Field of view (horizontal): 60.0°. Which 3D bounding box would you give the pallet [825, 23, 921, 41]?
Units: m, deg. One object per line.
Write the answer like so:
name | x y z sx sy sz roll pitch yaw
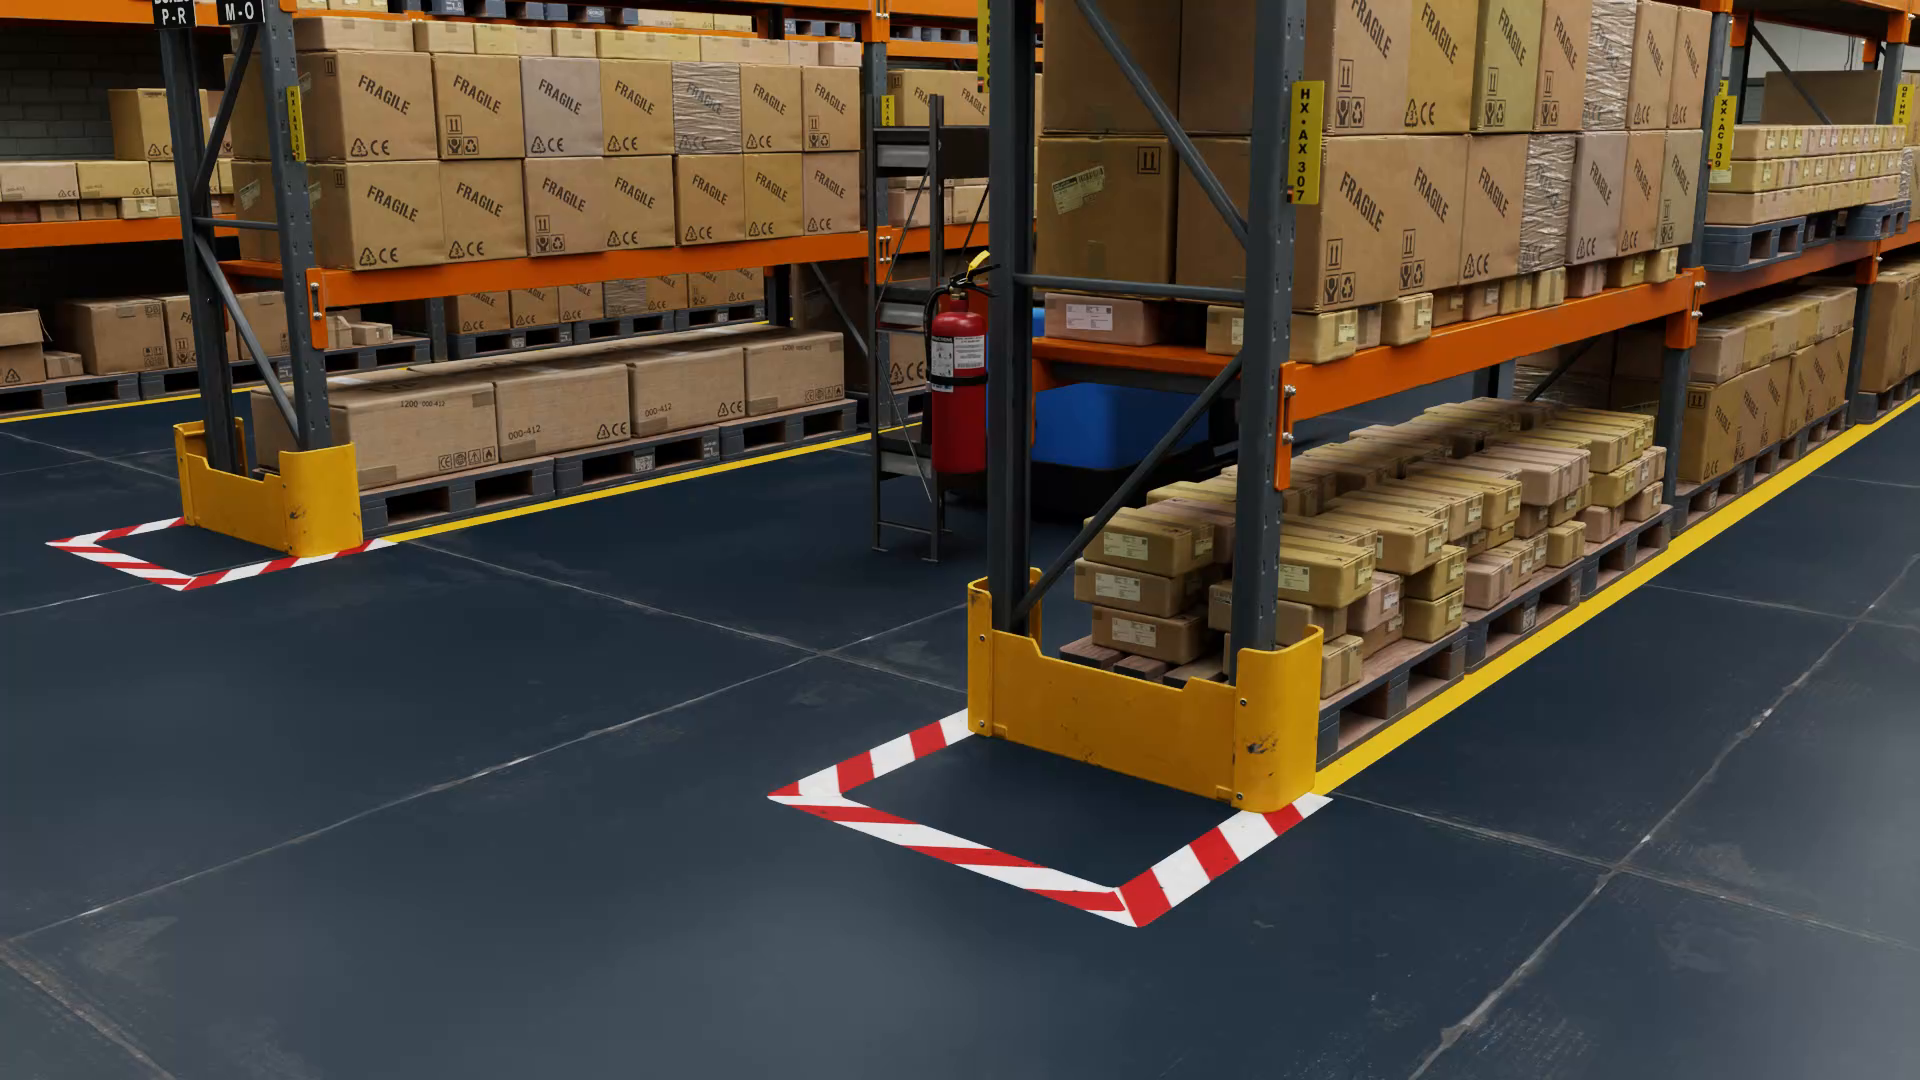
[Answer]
pallet | -1.177 -5.512 18.018 1.003 0.211 1.213 12 19 40

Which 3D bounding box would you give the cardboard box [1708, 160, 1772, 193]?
cardboard box | 3.633 -1.741 7.937 0.380 0.149 0.250 12 18 38

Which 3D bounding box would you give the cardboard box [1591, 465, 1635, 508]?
cardboard box | 2.762 -0.259 7.385 0.380 0.149 0.250 10 18 36

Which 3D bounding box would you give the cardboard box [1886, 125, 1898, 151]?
cardboard box | 5.431 -2.434 10.062 0.380 0.149 0.250 11 18 37

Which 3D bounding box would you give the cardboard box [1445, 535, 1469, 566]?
cardboard box | 1.683 0.027 6.259 0.380 0.149 0.250 10 17 35

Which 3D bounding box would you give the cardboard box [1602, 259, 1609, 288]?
cardboard box | 2.524 -1.151 7.072 0.380 0.149 0.250 11 18 36

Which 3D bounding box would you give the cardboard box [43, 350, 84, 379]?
cardboard box | -6.507 -1.258 11.921 0.380 0.149 0.250 10 18 35

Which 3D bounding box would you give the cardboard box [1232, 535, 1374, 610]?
cardboard box | 1.108 0.097 5.376 0.380 0.149 0.250 10 17 35

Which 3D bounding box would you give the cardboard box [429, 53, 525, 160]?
cardboard box | -2.557 -2.172 8.348 0.500 0.500 0.500 11 18 36

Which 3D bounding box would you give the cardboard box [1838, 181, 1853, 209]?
cardboard box | 4.779 -1.948 9.356 0.380 0.149 0.250 12 19 39

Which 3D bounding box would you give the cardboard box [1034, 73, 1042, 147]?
cardboard box | 0.230 -3.028 11.715 0.500 0.500 0.500 11 18 36

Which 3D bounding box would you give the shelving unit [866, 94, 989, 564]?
shelving unit | -0.104 -0.986 7.740 0.431 2.100 0.503 11 18 38

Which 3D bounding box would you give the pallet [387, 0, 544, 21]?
pallet | -4.284 -4.501 14.040 1.213 0.211 1.003 11 18 38

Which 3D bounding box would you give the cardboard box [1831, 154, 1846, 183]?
cardboard box | 4.615 -2.041 9.117 0.380 0.149 0.250 11 18 36

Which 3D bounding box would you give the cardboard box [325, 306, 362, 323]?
cardboard box | -5.348 -1.835 13.863 0.500 0.311 0.500 12 19 39

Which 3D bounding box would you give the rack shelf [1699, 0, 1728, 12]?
rack shelf | 1.771 -2.233 6.189 1.077 0.370 4.000 11 18 38

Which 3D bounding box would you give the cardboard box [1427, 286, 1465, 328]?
cardboard box | 1.557 -0.852 5.893 0.380 0.149 0.250 11 18 37

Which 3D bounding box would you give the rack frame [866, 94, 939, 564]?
rack frame | -0.257 -0.939 7.556 0.400 2.100 0.015 11 18 38

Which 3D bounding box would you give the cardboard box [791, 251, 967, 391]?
cardboard box | -0.558 -1.562 11.643 0.875 0.875 0.875 12 19 39

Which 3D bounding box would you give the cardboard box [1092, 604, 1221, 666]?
cardboard box | 0.683 0.300 5.785 0.380 0.149 0.250 12 18 38

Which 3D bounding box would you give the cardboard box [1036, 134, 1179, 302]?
cardboard box | 0.596 -1.063 5.409 0.500 0.500 0.500 12 18 39

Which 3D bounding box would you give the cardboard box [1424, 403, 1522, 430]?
cardboard box | 2.431 -0.543 7.898 0.380 0.149 0.250 12 19 40

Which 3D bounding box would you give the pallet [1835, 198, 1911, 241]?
pallet | 5.177 -2.031 10.414 1.213 0.211 1.003 11 18 38

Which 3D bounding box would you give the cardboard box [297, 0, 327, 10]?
cardboard box | -5.077 -4.146 12.768 0.380 0.149 0.250 12 19 39

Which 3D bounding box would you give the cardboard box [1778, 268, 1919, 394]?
cardboard box | 5.995 -1.493 11.622 1.050 0.750 0.750 11 18 37

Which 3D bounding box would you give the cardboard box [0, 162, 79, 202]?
cardboard box | -6.451 -2.472 11.462 0.500 0.250 0.500 12 18 38

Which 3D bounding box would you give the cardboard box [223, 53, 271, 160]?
cardboard box | -3.282 -2.154 8.274 0.500 0.500 0.500 12 19 39

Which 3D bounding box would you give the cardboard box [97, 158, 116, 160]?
cardboard box | -6.211 -2.752 12.565 0.500 0.250 0.500 11 18 37

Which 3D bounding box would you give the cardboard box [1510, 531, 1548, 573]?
cardboard box | 2.180 0.033 6.838 0.380 0.149 0.250 12 18 39

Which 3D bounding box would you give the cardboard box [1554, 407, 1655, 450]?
cardboard box | 3.007 -0.512 7.777 0.380 0.149 0.250 12 18 39

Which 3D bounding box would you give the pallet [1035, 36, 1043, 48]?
pallet | 1.562 -6.368 21.184 1.003 0.211 1.213 11 18 38

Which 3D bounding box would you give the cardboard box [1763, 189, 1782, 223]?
cardboard box | 3.803 -1.651 8.186 0.380 0.149 0.250 12 18 38

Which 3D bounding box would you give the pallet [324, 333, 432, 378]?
pallet | -5.181 -1.542 13.764 1.003 0.211 1.213 11 18 38

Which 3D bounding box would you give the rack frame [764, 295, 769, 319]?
rack frame | -2.235 -3.791 16.953 1.000 3.000 0.127 11 18 38

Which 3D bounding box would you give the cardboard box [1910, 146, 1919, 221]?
cardboard box | 6.669 -2.564 11.919 0.500 0.500 0.500 11 18 37

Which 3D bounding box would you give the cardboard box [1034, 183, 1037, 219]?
cardboard box | 0.255 -2.423 11.874 0.500 0.250 0.500 11 18 37

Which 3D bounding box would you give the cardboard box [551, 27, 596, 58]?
cardboard box | -2.134 -2.610 8.754 0.380 0.149 0.250 11 18 38

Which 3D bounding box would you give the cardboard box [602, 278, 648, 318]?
cardboard box | -3.295 -2.371 15.589 0.500 0.500 0.500 10 18 36

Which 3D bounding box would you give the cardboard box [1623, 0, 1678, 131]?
cardboard box | 2.622 -1.956 6.893 0.500 0.500 0.500 11 18 36

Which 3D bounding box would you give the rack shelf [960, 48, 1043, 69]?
rack shelf | 1.536 -6.045 21.195 1.077 0.370 4.000 11 18 38

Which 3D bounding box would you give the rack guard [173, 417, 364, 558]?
rack guard | -3.415 -0.275 8.191 1.175 0.500 0.348 11 18 38

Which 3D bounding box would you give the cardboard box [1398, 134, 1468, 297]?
cardboard box | 1.328 -1.087 5.502 0.500 0.500 0.500 11 18 38

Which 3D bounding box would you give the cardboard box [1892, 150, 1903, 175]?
cardboard box | 5.586 -2.338 10.286 0.380 0.149 0.250 12 18 39

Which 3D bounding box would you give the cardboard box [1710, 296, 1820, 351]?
cardboard box | 4.676 -1.267 9.720 0.500 0.250 0.500 12 18 39

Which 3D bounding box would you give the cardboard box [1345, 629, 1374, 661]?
cardboard box | 1.193 0.320 5.708 0.380 0.149 0.250 11 18 37

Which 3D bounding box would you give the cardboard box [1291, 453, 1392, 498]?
cardboard box | 1.506 -0.237 6.693 0.380 0.149 0.250 11 18 36

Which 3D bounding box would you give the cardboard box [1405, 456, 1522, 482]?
cardboard box | 2.003 -0.221 6.628 0.380 0.149 0.250 11 18 38

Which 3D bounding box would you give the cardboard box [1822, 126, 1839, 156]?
cardboard box | 4.445 -2.133 8.875 0.380 0.149 0.250 12 19 40

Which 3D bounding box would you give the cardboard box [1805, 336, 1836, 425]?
cardboard box | 5.003 -1.003 10.204 0.500 0.500 0.500 12 19 40

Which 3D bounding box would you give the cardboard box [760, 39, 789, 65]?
cardboard box | -1.246 -2.917 9.961 0.380 0.149 0.250 11 18 38

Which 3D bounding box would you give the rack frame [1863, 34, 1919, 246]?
rack frame | 8.056 -3.043 14.008 1.000 3.000 0.127 11 18 38

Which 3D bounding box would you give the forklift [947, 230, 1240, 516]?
forklift | 1.196 -1.832 9.383 1.130 2.935 3.031 10 17 34

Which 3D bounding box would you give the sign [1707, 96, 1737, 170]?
sign | 3.455 -1.848 7.546 0.100 0.325 0.005 11 18 38

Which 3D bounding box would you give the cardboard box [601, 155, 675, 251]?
cardboard box | -1.943 -1.882 9.234 0.500 0.500 0.500 12 19 39

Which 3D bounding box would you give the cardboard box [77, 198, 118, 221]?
cardboard box | -6.212 -2.360 11.830 0.380 0.149 0.250 12 18 38
